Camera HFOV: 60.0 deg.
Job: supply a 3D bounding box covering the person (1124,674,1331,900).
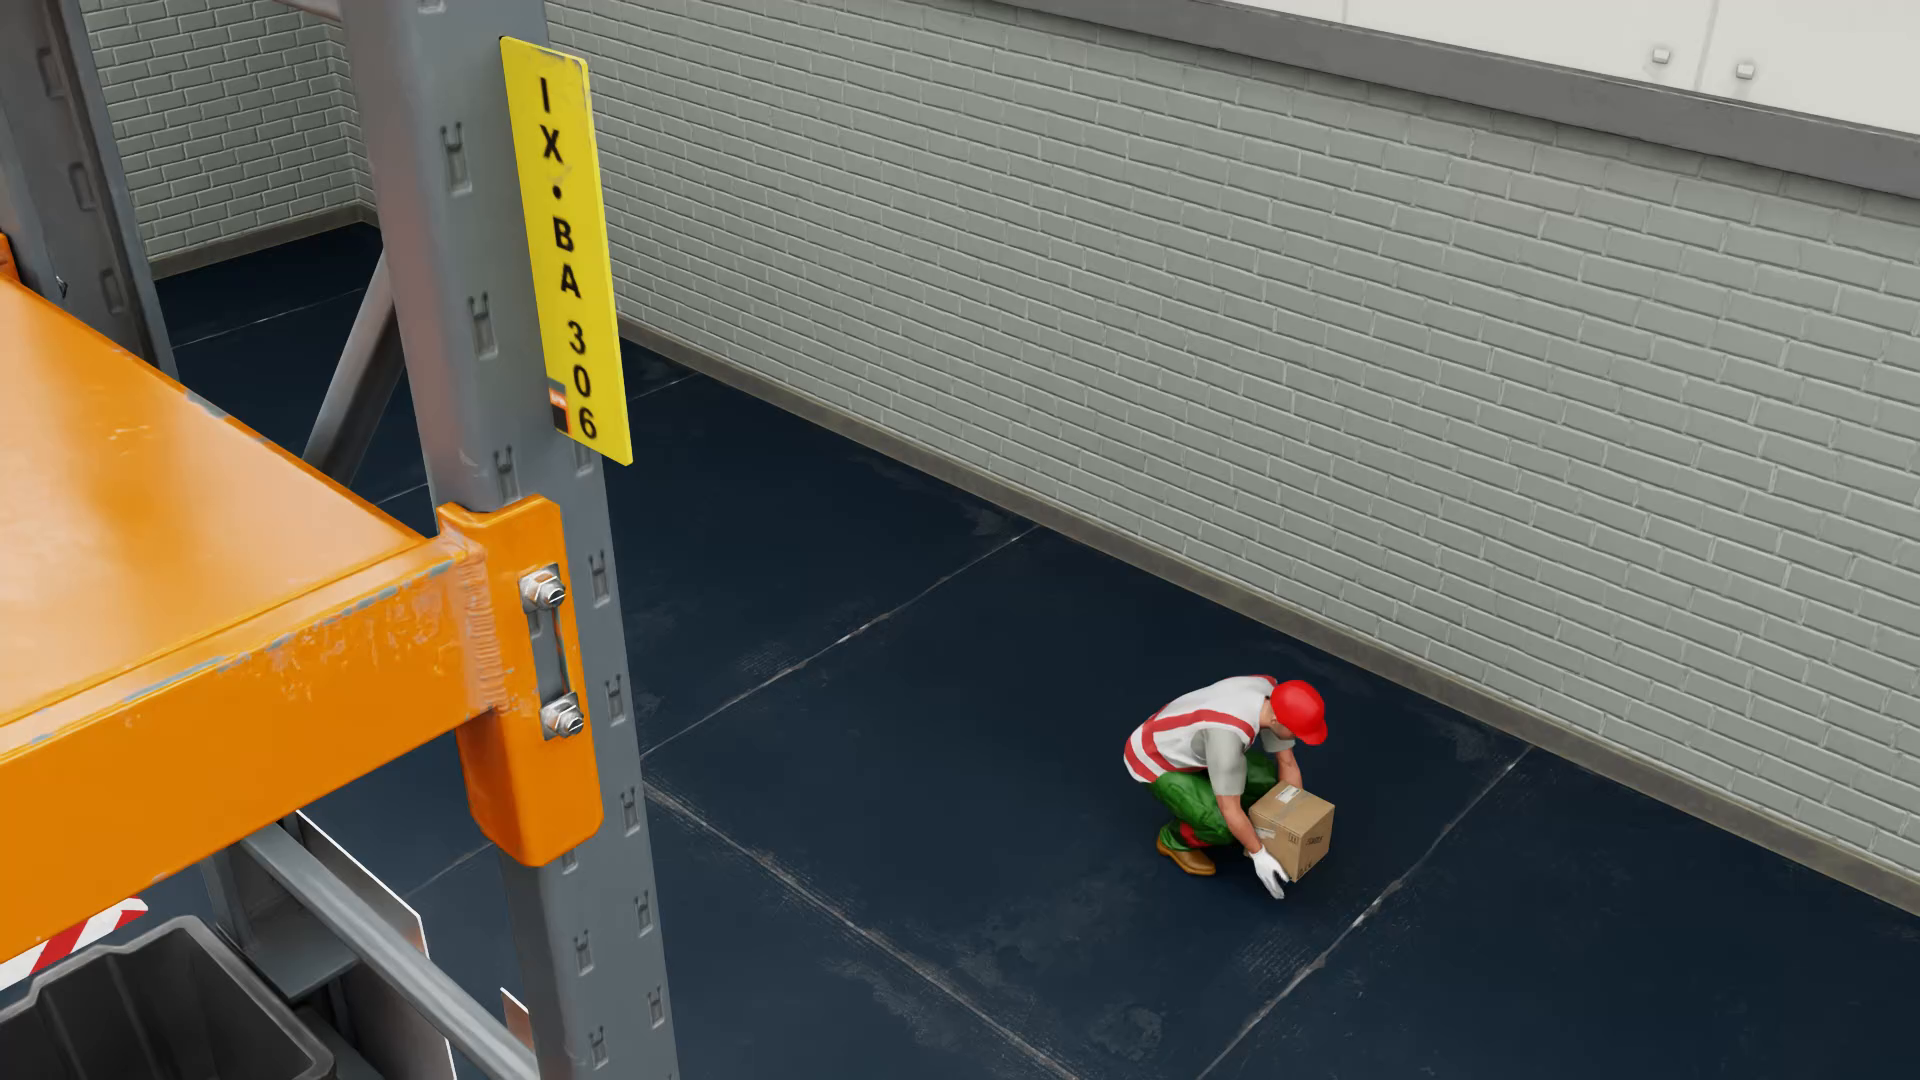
[{"bbox_3d":[1.110,0.920,6.859,0.865,0.997,0.549,25,39,35],"label":"person"}]
